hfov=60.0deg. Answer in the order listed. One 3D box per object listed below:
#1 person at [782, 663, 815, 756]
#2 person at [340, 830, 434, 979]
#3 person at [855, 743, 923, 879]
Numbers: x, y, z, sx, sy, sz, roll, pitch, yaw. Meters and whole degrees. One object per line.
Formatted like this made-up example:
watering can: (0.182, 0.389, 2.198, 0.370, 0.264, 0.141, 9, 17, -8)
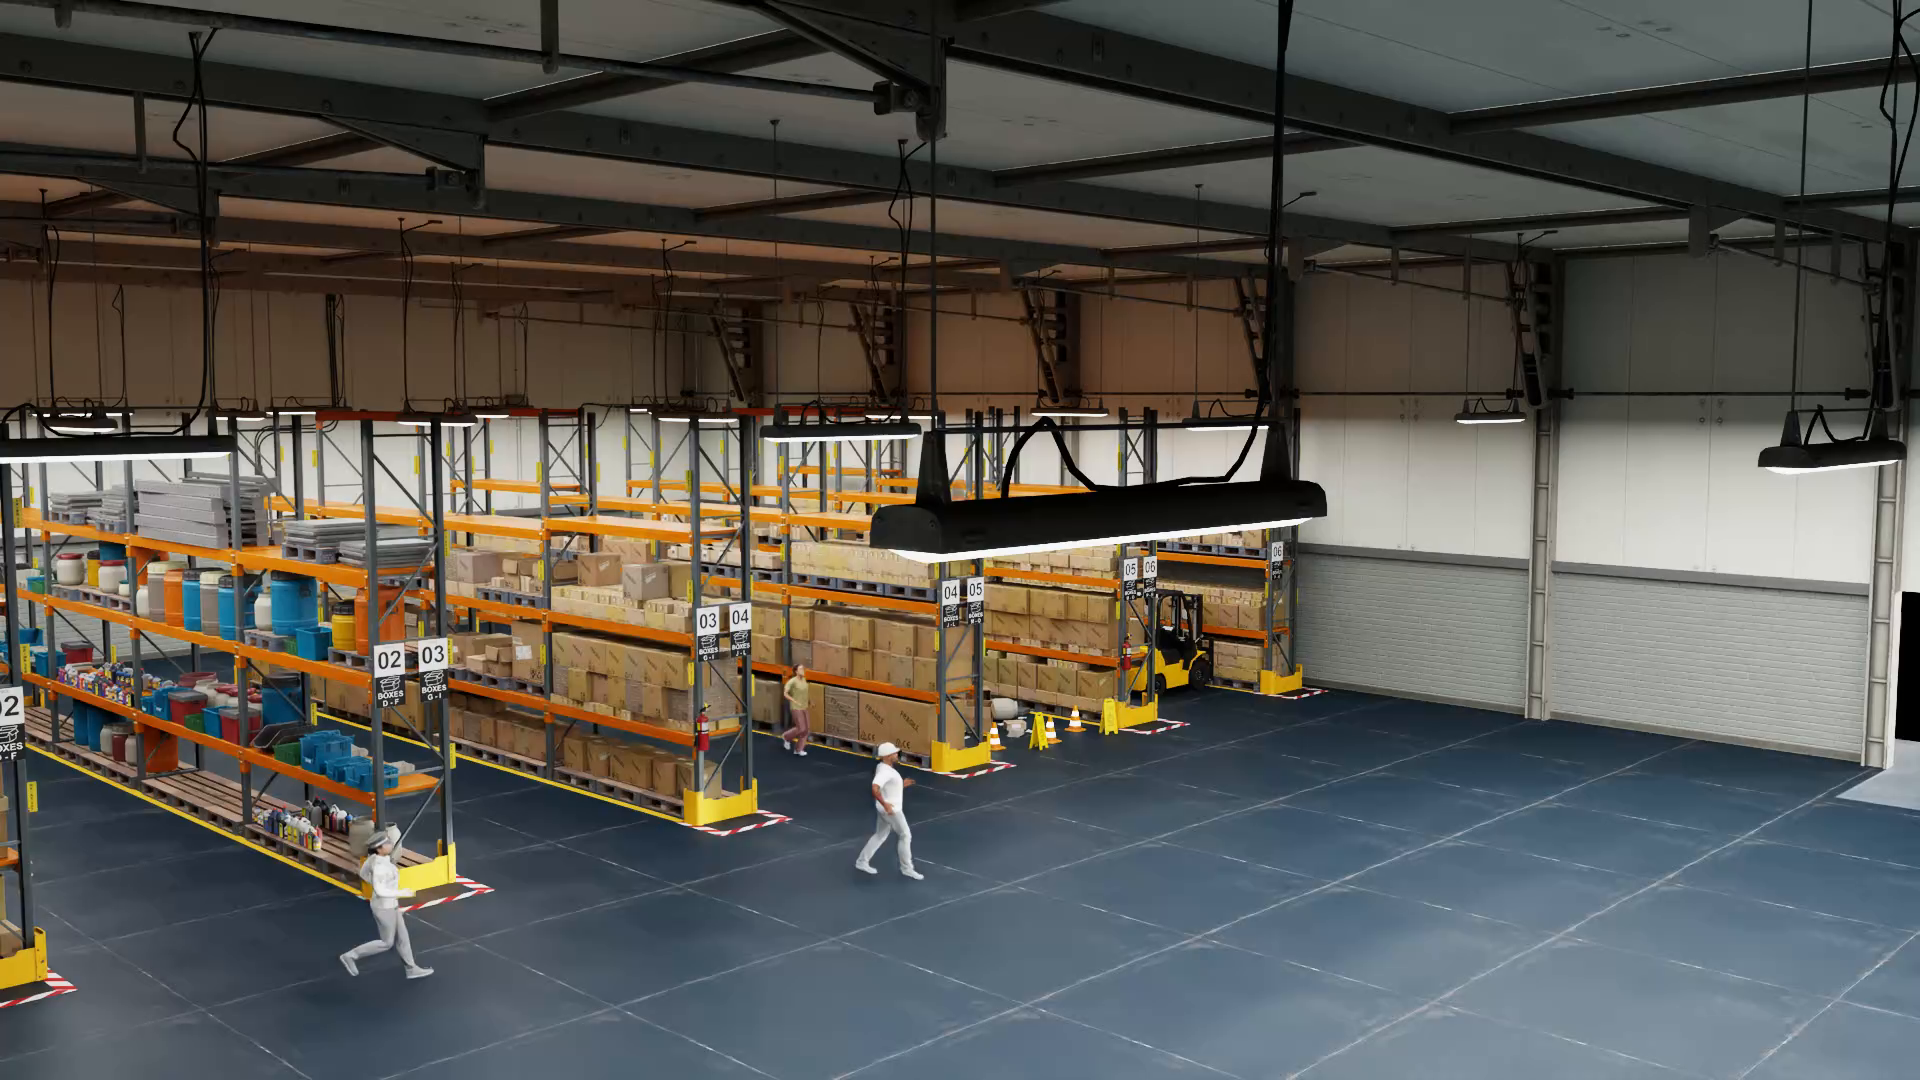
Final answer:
person: (-2.846, 2.945, 29.075, 0.546, 1.624, 0.566, 4, 6, 36)
person: (-6.151, 3.917, 17.803, 0.949, 1.656, 0.630, -2, 5, -20)
person: (-0.923, 3.521, 21.587, 0.876, 1.802, 0.686, -1, 5, -16)
